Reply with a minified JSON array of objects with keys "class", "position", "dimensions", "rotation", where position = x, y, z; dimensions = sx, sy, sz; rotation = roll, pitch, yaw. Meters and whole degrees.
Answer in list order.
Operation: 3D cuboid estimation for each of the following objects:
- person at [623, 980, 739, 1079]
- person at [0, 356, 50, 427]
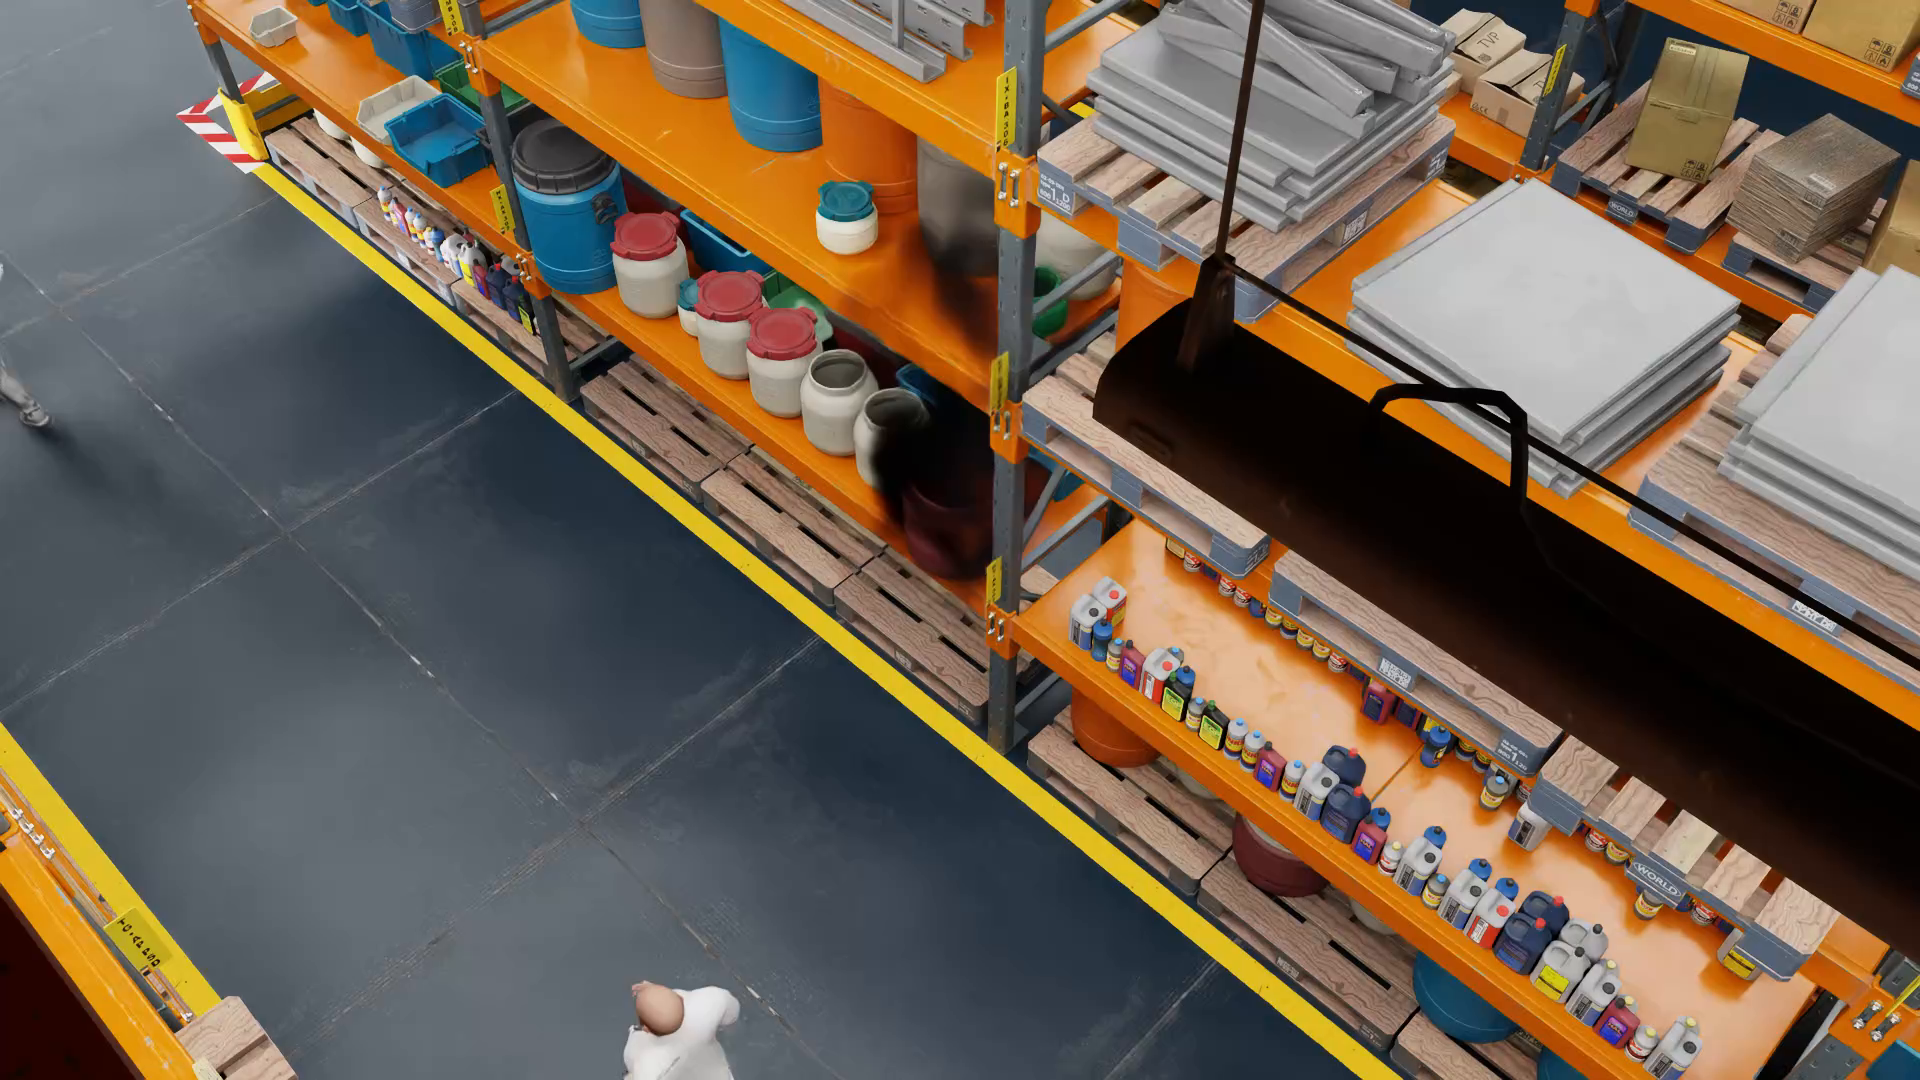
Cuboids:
[{"class":"person","position":[-1.197,2.388,7.249],"dimensions":[0.698,1.819,0.805],"rotation":[-36,59,-26]},{"class":"person","position":[-6.285,-1.376,10.455],"dimensions":[0.740,1.748,0.591],"rotation":[22,53,17]}]
